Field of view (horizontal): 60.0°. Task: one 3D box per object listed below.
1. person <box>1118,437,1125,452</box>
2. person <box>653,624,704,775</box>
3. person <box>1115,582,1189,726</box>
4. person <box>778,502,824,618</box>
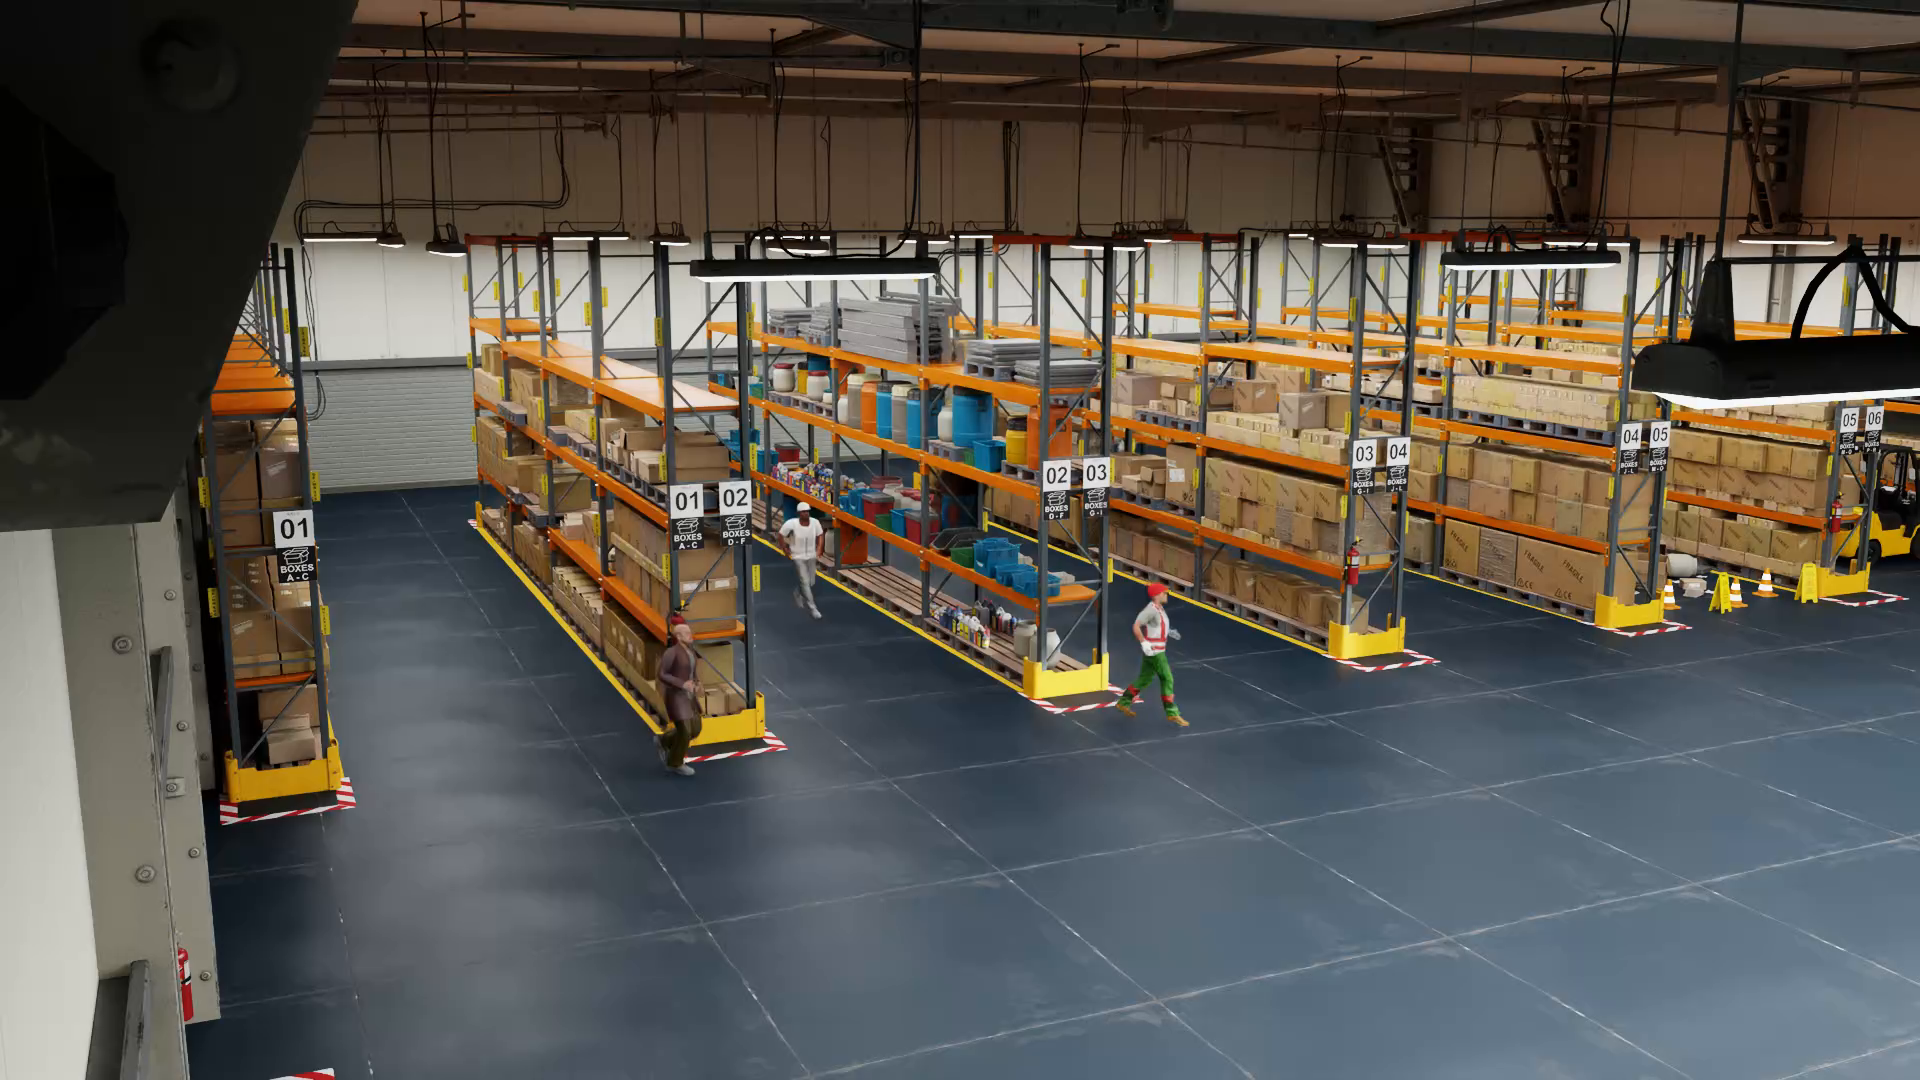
[{"bbox_3d":[4.243,-2.525,41.688,0.708,1.724,0.757,2,11,8],"label":"person"},{"bbox_3d":[-3.235,1.822,19.266,0.689,1.725,0.738,4,12,21],"label":"person"},{"bbox_3d":[2.447,1.423,21.022,0.946,1.805,0.668,1,11,7],"label":"person"},{"bbox_3d":[-2.408,0.276,25.650,0.726,1.764,0.823,-6,13,-29],"label":"person"}]
